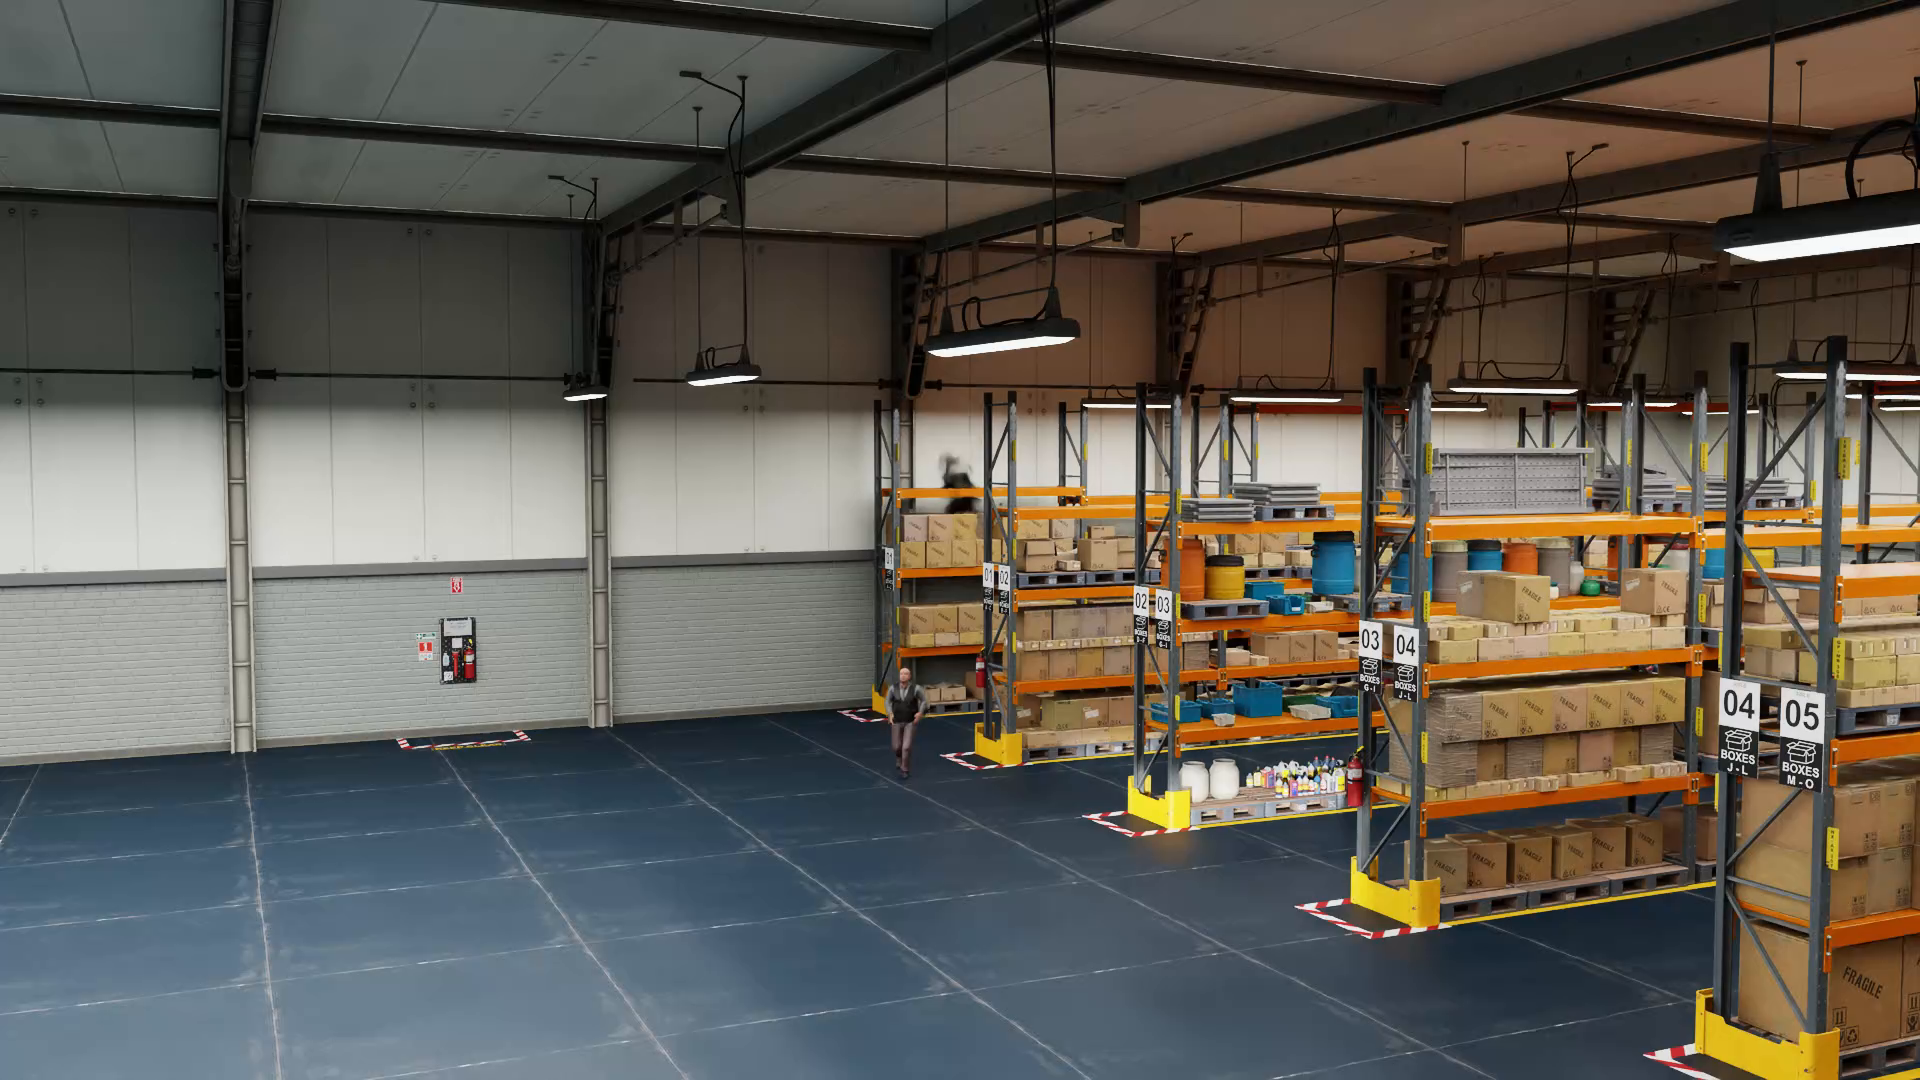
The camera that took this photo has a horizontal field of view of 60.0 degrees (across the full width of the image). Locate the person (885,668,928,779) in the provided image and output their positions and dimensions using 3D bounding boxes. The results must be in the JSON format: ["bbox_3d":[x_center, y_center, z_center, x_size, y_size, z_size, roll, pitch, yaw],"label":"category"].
[{"bbox_3d":[-0.834,2.825,25.800,0.682,1.701,0.616,0,3,7],"label":"person"}]
